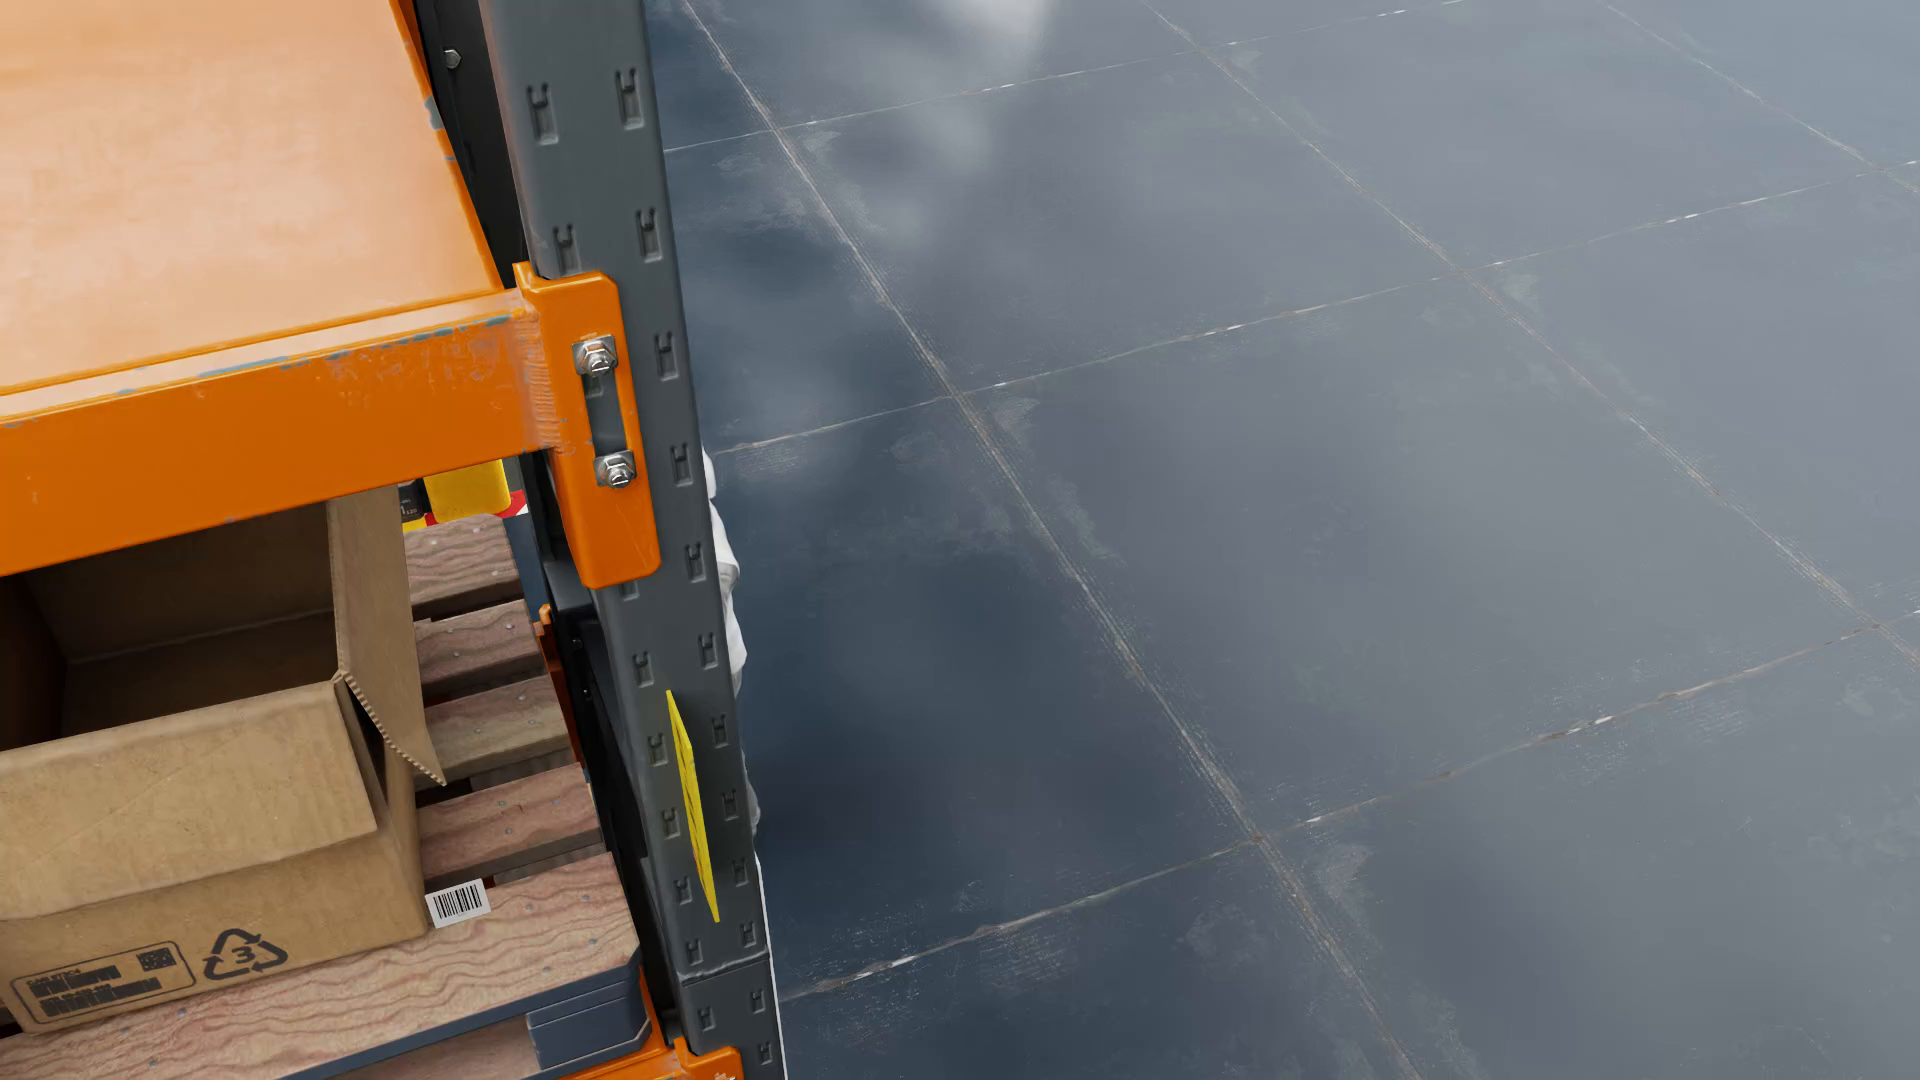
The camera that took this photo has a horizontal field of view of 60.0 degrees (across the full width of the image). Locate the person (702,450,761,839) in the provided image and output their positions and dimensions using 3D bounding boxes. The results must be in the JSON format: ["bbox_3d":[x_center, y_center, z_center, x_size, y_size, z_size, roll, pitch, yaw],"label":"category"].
[{"bbox_3d":[-0.920,0.395,5.694,0.358,1.772,0.533,-14,43,-16],"label":"person"}]
